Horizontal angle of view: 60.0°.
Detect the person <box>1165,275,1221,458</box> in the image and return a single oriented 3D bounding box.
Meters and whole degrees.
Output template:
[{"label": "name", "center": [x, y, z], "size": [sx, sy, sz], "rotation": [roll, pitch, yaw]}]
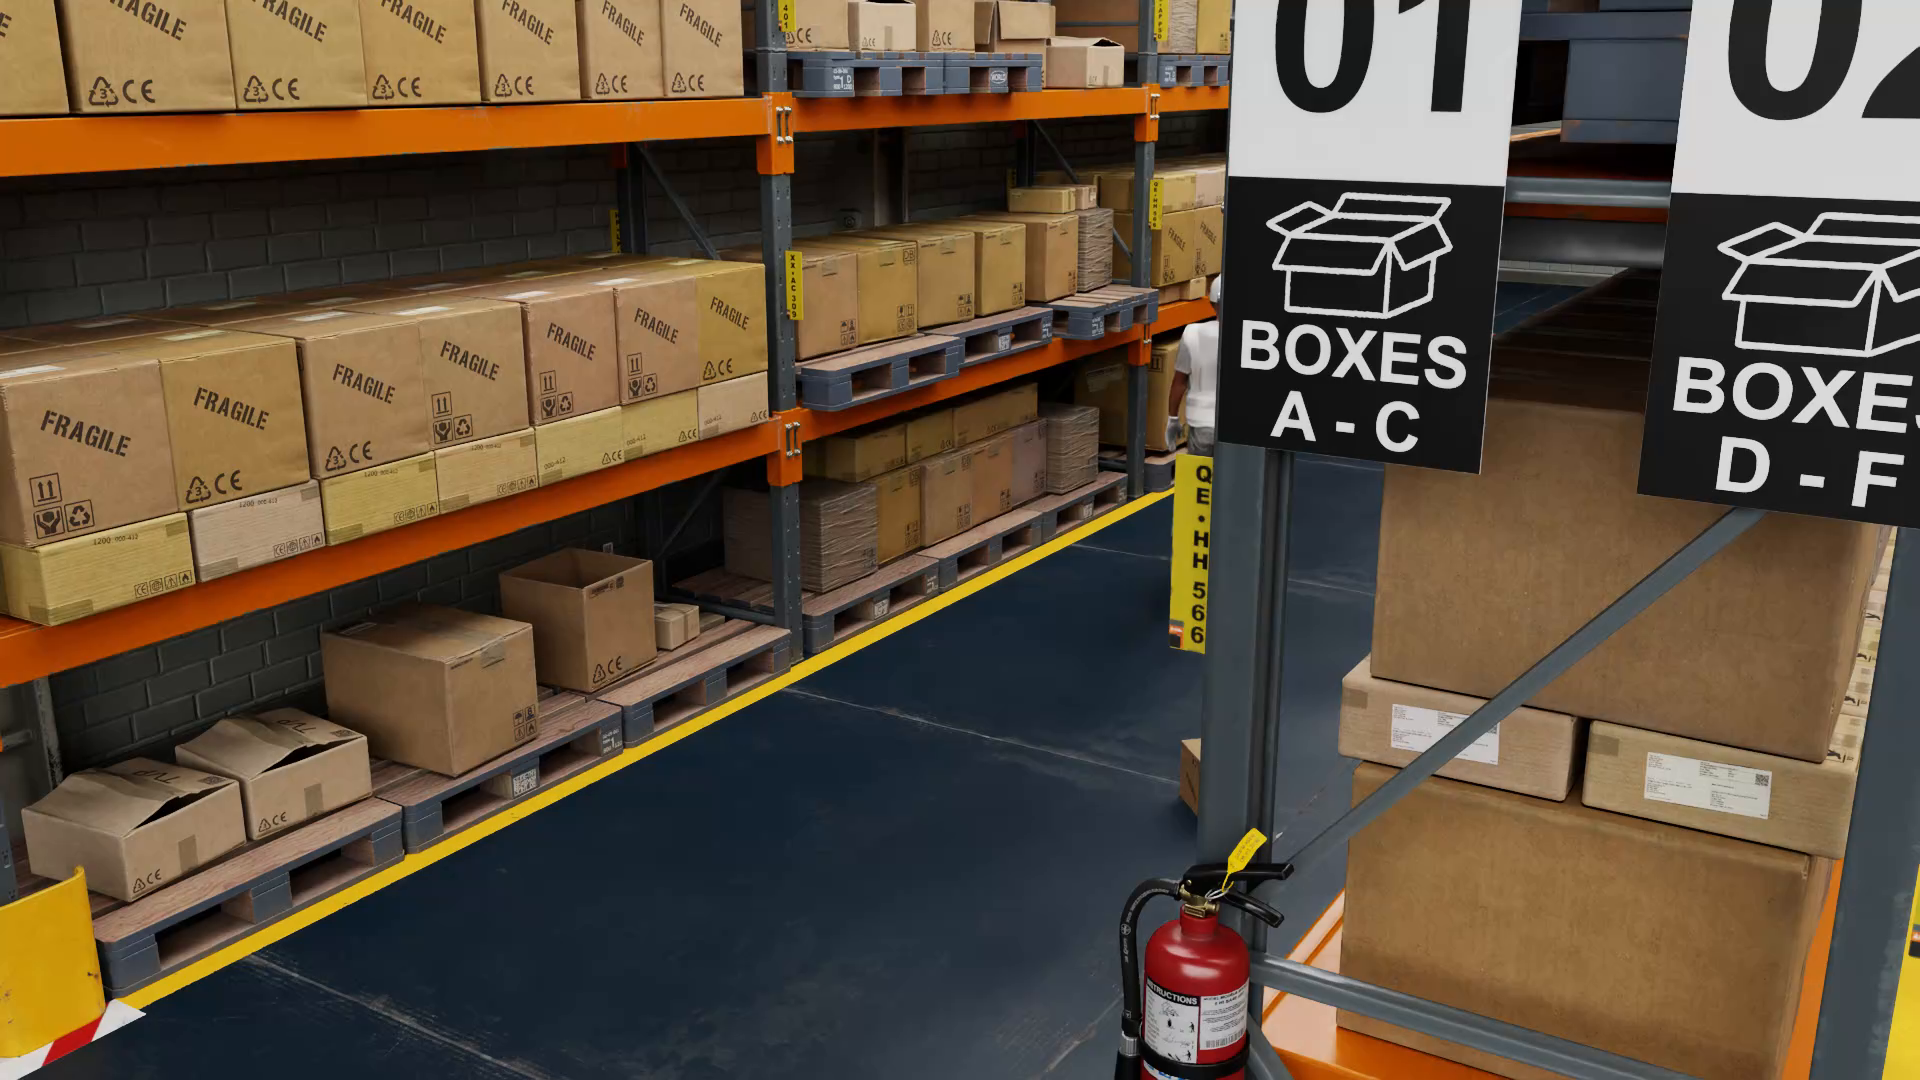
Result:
[{"label": "person", "center": [1.555, -0.677, 9.870], "size": [0.622, 1.826, 0.573], "rotation": [6, 17, 19]}]
